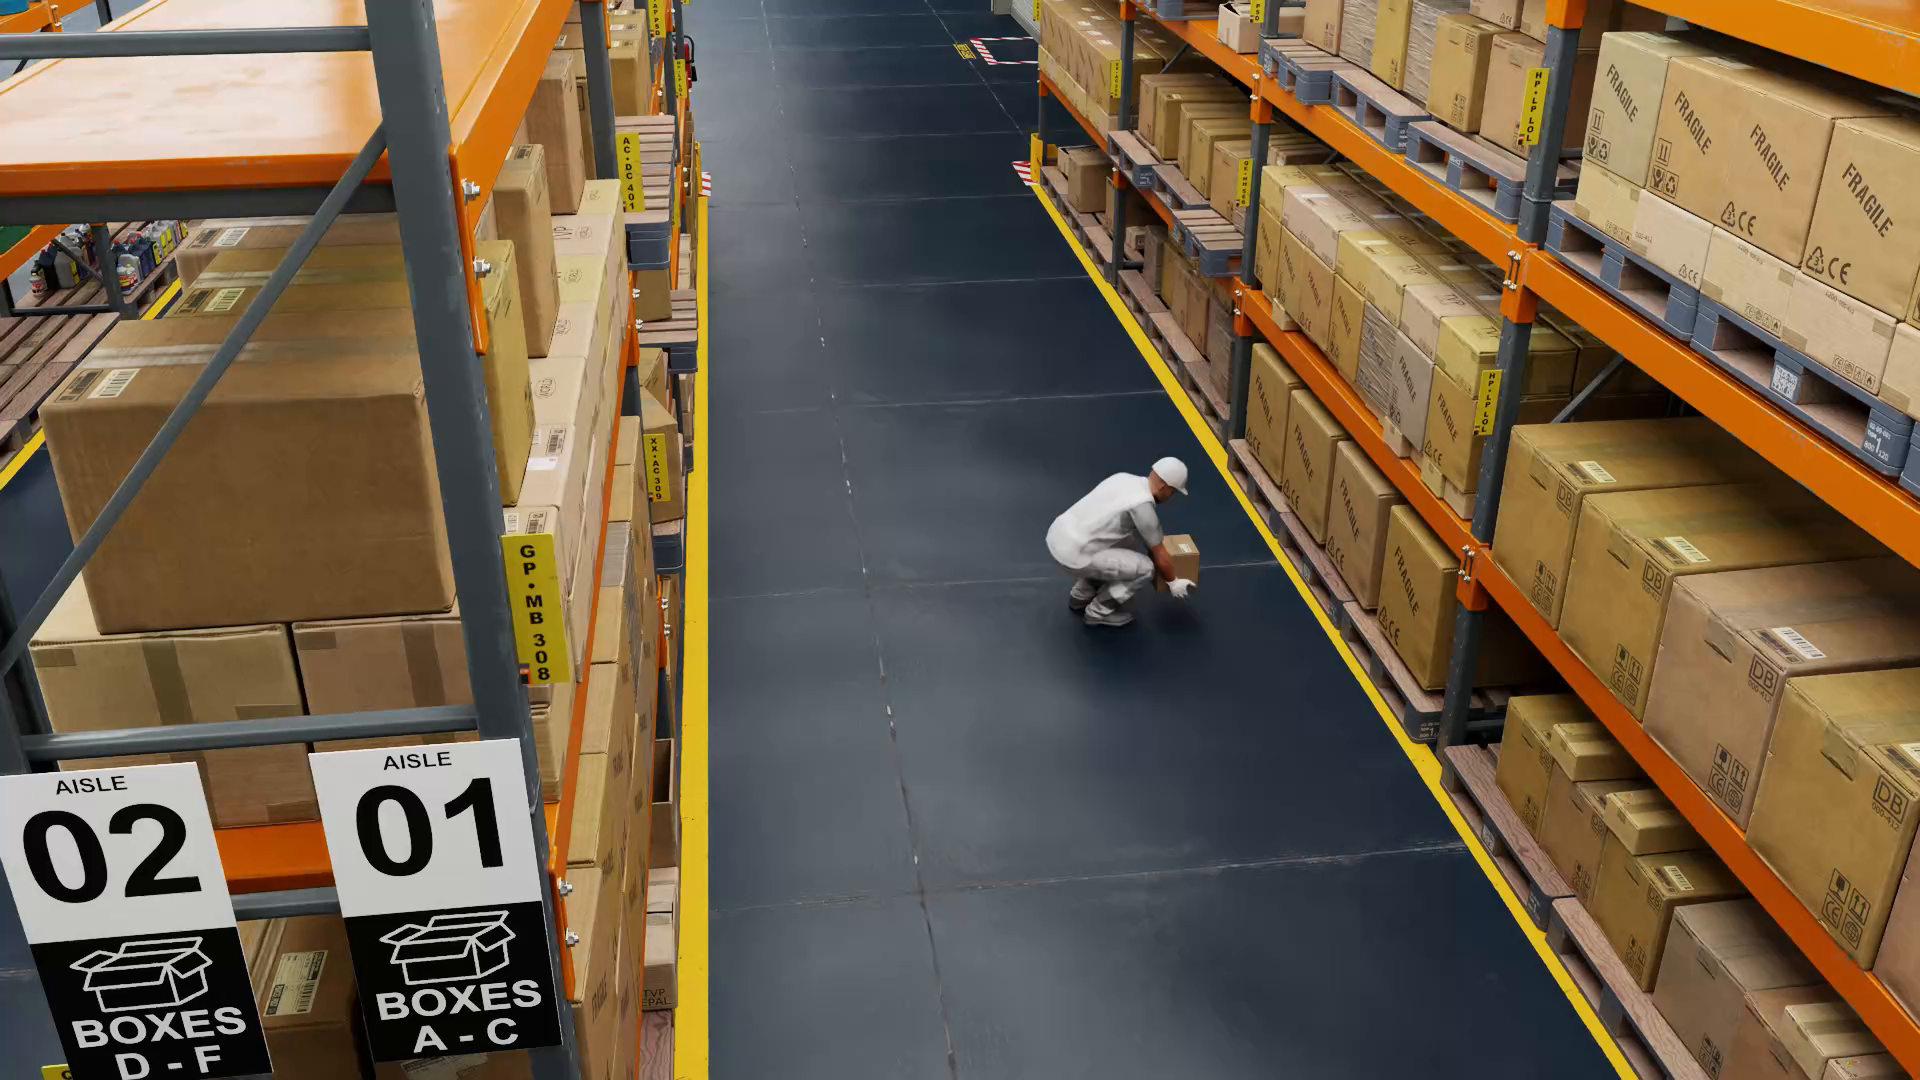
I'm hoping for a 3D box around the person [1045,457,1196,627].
[{"bbox_3d":[0.959,0.001,9.961,0.890,0.998,0.536,-4,27,-8],"label":"person"}]
